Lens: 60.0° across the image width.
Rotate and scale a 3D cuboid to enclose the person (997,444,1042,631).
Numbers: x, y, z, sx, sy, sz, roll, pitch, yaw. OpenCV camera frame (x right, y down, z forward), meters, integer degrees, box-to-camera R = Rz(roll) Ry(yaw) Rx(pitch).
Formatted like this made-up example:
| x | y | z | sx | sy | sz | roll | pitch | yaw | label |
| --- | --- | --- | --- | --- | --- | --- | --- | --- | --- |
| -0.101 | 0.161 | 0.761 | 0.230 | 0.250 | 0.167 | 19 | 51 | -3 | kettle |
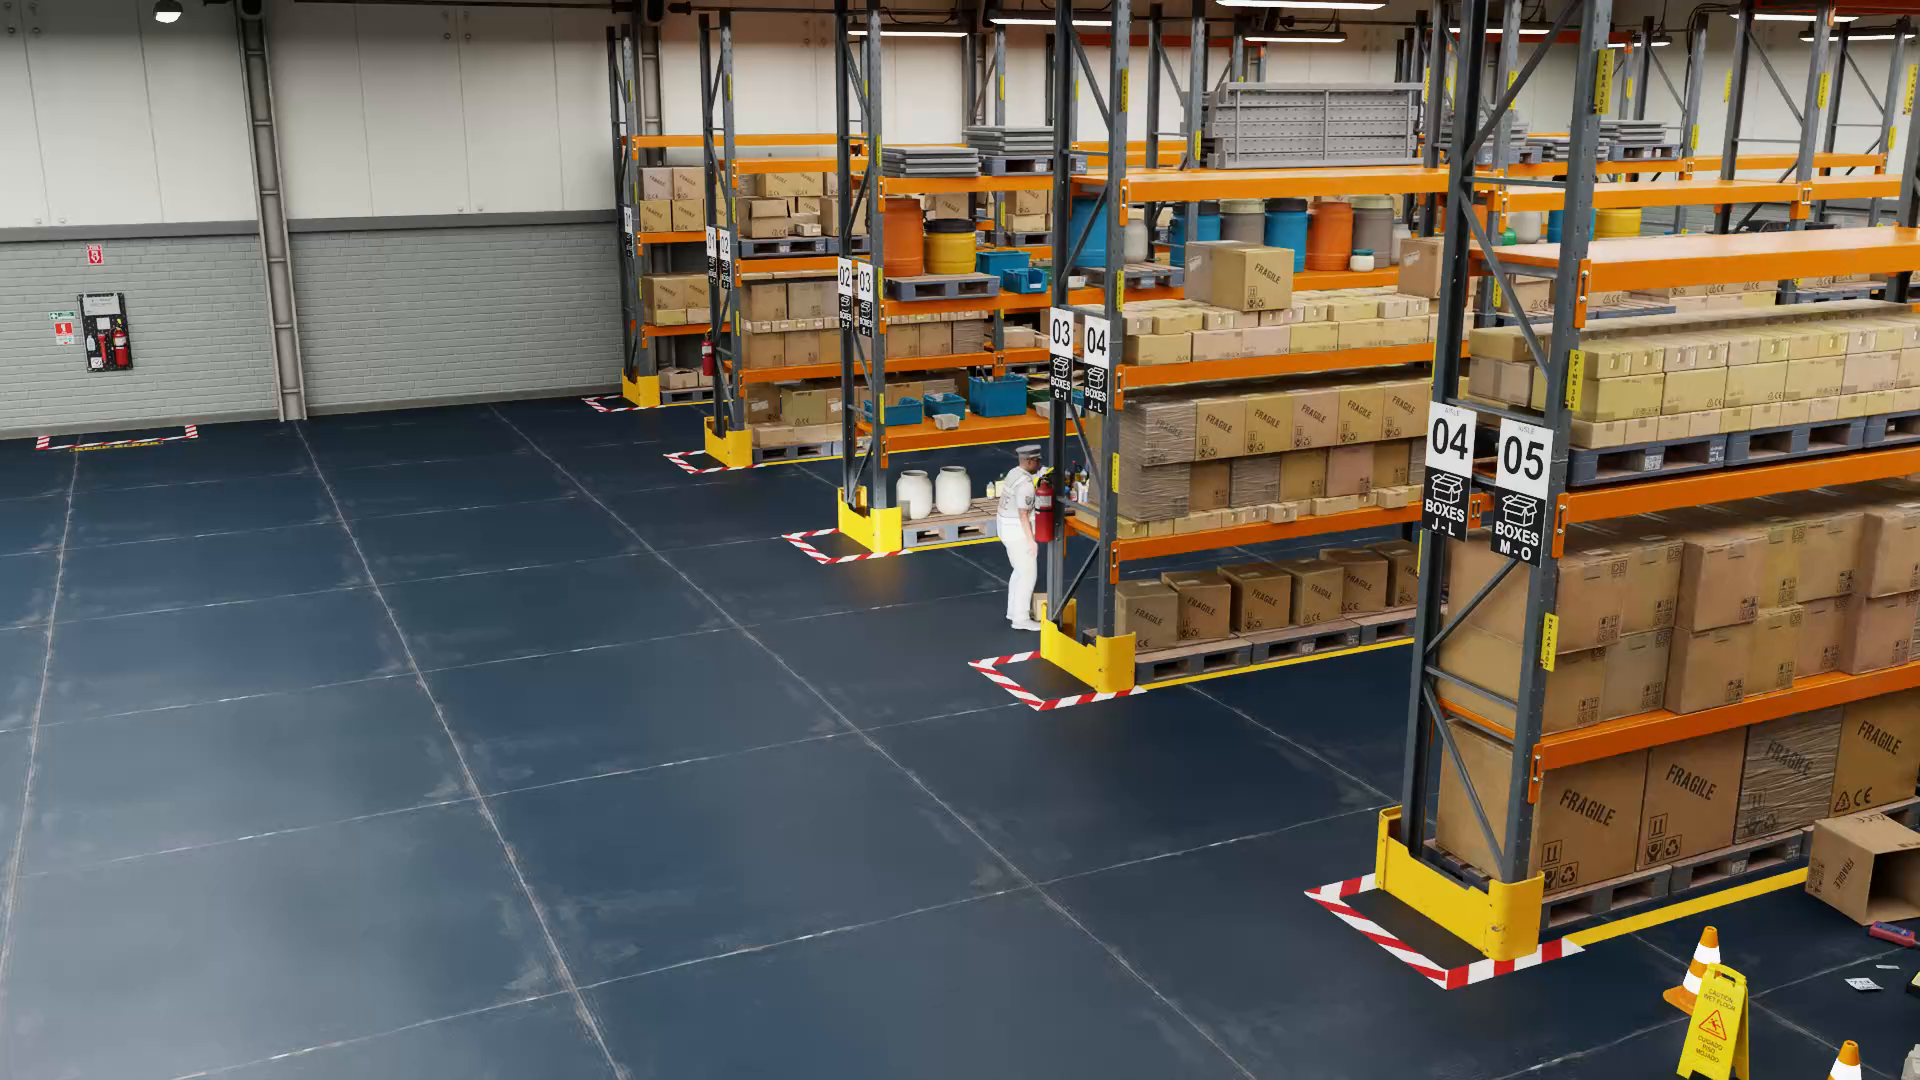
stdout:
| x | y | z | sx | sy | sz | roll | pitch | yaw | label |
| --- | --- | --- | --- | --- | --- | --- | --- | --- | --- |
| 0.586 | -0.046 | 15.986 | 0.437 | 1.751 | 0.606 | -3 | 15 | -9 | person |
